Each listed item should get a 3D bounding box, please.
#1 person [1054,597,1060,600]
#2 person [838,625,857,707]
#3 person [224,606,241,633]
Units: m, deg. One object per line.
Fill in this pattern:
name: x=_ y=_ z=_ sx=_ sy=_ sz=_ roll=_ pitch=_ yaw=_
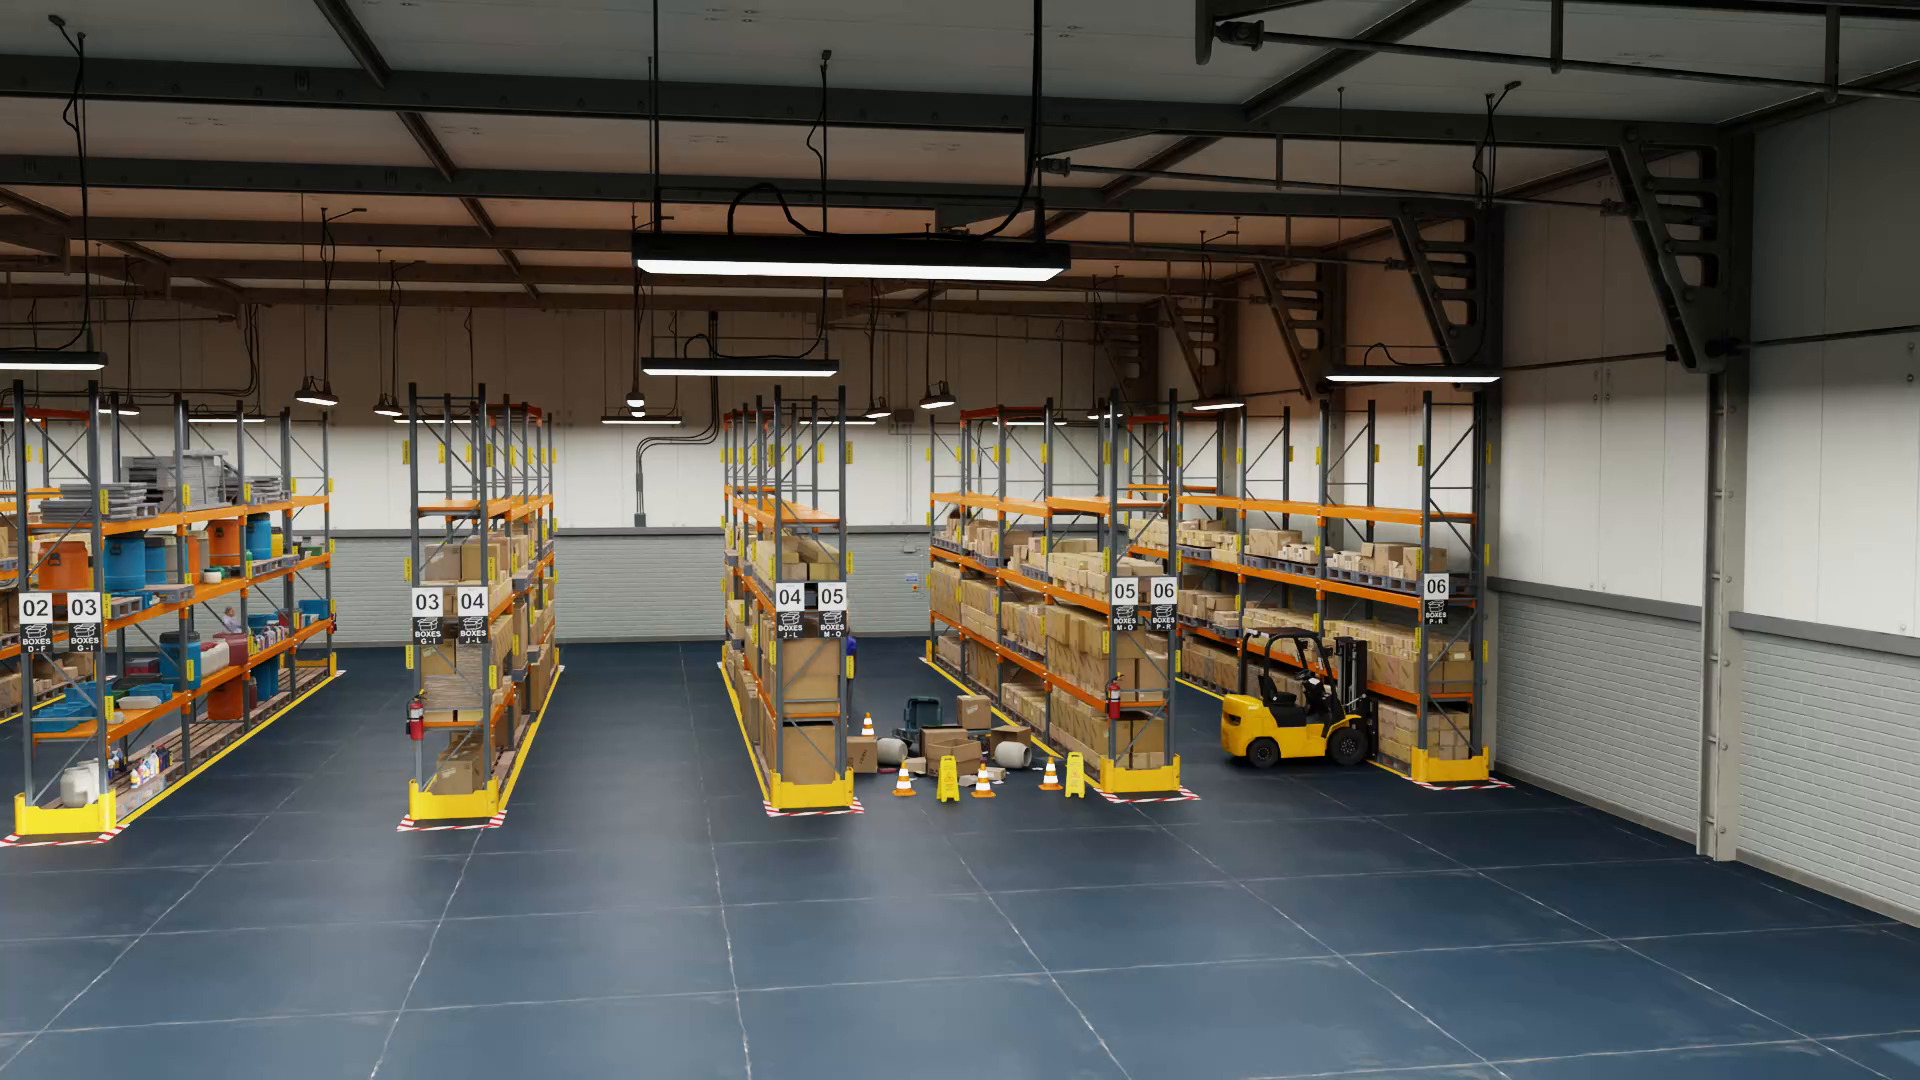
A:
person: x=2.073 y=2.128 z=37.519 sx=0.510 sy=1.712 sz=0.738 roll=-1 pitch=3 yaw=-14
person: x=-2.270 y=2.492 z=32.979 sx=0.464 sy=1.655 sz=0.424 roll=0 pitch=3 yaw=-6
person: x=-16.215 y=2.294 z=37.177 sx=0.436 sy=1.642 sz=0.564 roll=-1 pitch=3 yaw=-21
